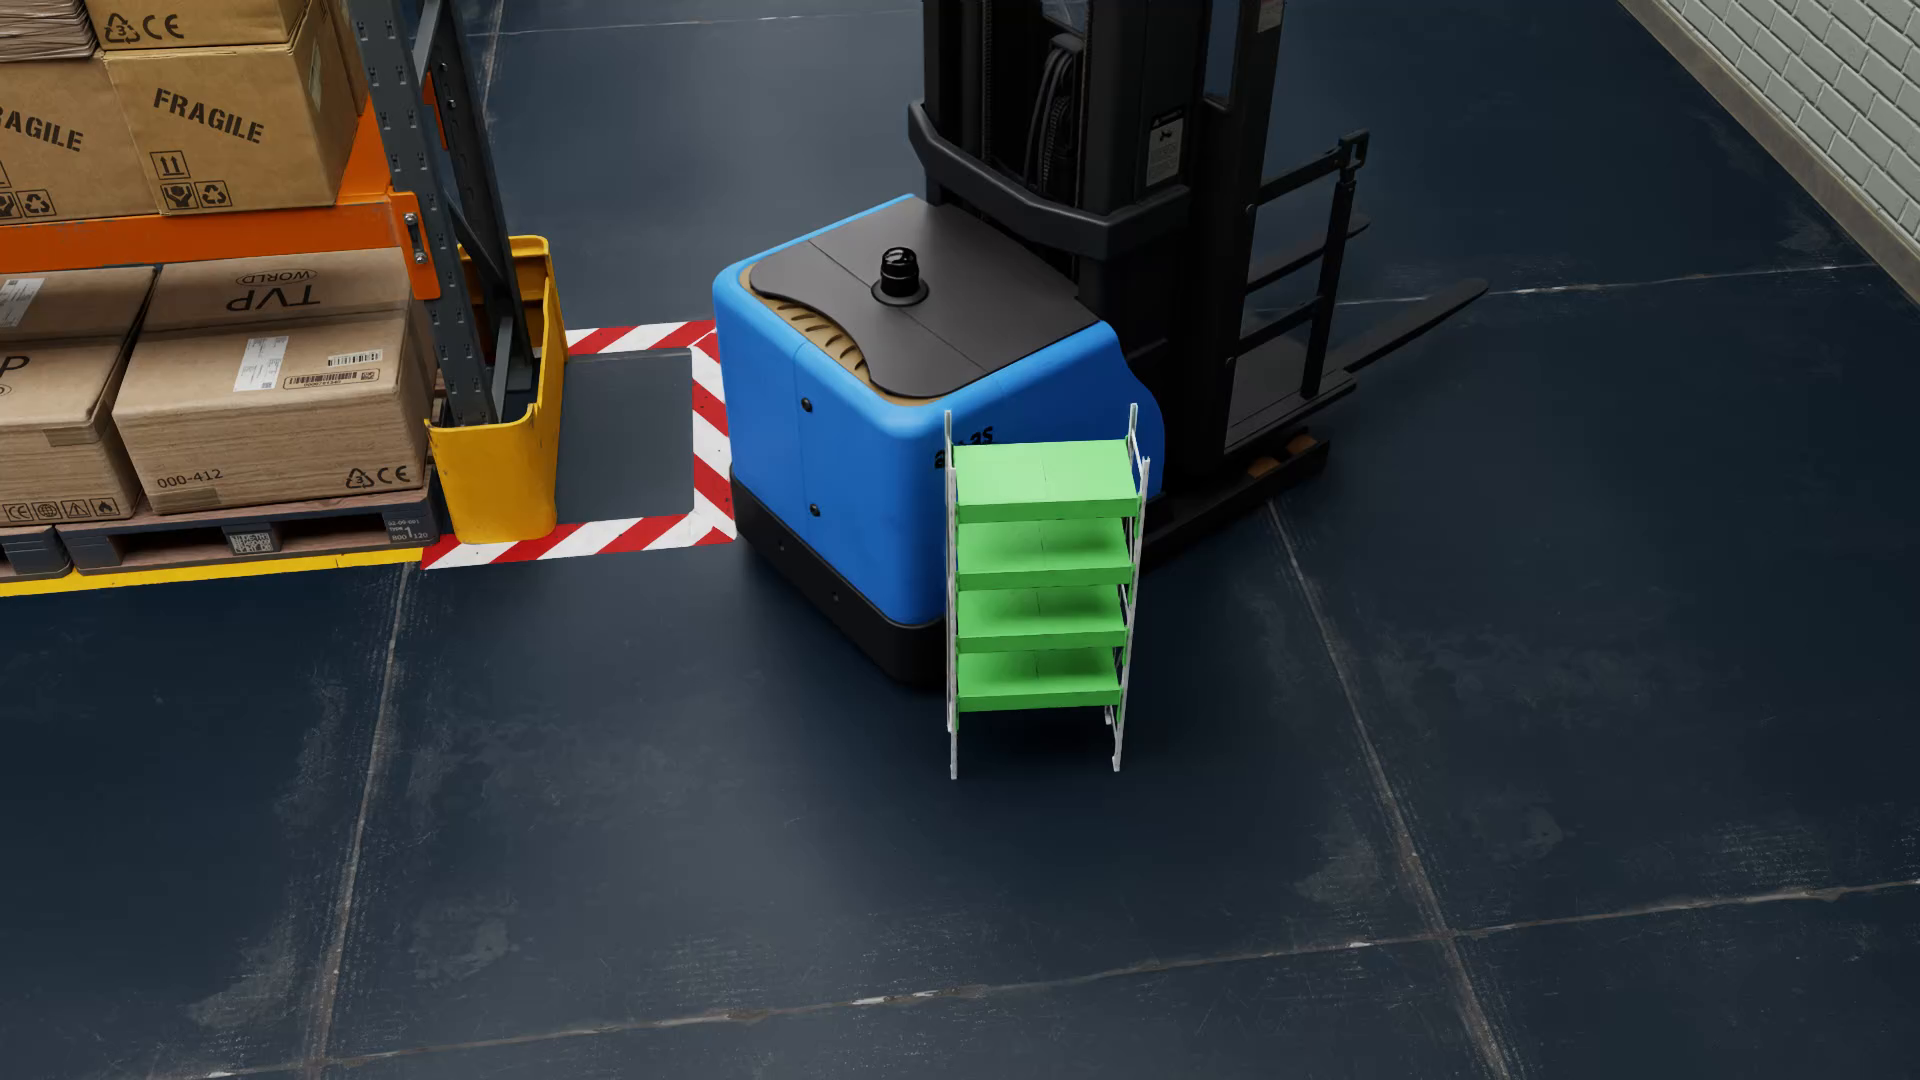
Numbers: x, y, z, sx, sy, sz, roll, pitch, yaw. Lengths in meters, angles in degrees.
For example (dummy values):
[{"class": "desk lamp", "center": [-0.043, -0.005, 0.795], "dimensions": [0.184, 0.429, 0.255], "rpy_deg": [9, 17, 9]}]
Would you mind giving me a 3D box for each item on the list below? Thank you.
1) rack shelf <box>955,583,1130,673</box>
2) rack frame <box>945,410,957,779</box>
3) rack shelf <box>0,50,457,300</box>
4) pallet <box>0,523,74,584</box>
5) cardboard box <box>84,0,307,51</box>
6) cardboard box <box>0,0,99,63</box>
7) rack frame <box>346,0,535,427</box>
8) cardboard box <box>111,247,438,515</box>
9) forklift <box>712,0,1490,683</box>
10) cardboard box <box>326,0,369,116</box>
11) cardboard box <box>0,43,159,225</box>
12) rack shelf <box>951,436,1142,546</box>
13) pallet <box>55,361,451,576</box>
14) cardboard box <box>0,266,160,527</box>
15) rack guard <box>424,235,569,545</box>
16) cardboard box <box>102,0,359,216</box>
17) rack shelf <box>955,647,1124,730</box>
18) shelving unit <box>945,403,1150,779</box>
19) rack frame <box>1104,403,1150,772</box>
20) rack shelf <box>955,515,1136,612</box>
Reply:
[{"class": "rack shelf", "center": [0.219, 0.225, 4.700], "dimensions": [0.480, 0.148, 0.258], "rpy_deg": [-2, 42, -3]}, {"class": "rack frame", "center": [-0.024, 0.188, 4.646], "dimensions": [0.015, 1.200, 0.240], "rpy_deg": [-2, 42, -3]}, {"class": "rack shelf", "center": [-3.656, -1.052, 5.214], "dimensions": [4.000, 0.370, 1.077], "rpy_deg": [-5, 42, -6]}, {"class": "pallet", "center": [-3.662, -0.232, 5.850], "dimensions": [1.213, 0.211, 1.003], "rpy_deg": [-5, 42, -6]}, {"class": "cardboard box", "center": [-2.120, -1.701, 4.575], "dimensions": [0.500, 0.500, 0.500], "rpy_deg": [-4, 42, -4]}, {"class": "cardboard box", "center": [-2.634, -1.636, 4.504], "dimensions": [0.500, 0.500, 0.500], "rpy_deg": [-5, 42, -5]}, {"class": "rack frame", "center": [-1.672, -1.493, 5.166], "dimensions": [0.127, 3.000, 1.000], "rpy_deg": [-5, 42, -6]}, {"class": "cardboard box", "center": [-2.314, -0.574, 5.746], "dimensions": [0.875, 0.438, 0.875], "rpy_deg": [-6, 42, -7]}, {"class": "forklift", "center": [0.695, -1.470, 5.192], "dimensions": [3.031, 2.935, 1.130], "rpy_deg": [-28, 49, -28]}, {"class": "cardboard box", "center": [-2.186, -1.679, 5.297], "dimensions": [0.500, 0.500, 0.500], "rpy_deg": [-5, 42, -6]}, {"class": "cardboard box", "center": [-2.616, -1.279, 4.854], "dimensions": [0.500, 0.500, 0.500], "rpy_deg": [-6, 42, -6]}, {"class": "rack shelf", "center": [0.219, -0.131, 4.378], "dimensions": [0.480, 0.148, 0.258], "rpy_deg": [-2, 42, -3]}, {"class": "pallet", "center": [-2.455, -0.336, 5.965], "dimensions": [1.213, 0.211, 1.003], "rpy_deg": [-5, 42, -6]}, {"class": "cardboard box", "center": [-3.220, -0.489, 5.652], "dimensions": [0.875, 0.438, 0.875], "rpy_deg": [-4, 42, -4]}, {"class": "rack guard", "center": [-1.649, -0.567, 6.005], "dimensions": [0.348, 0.500, 1.175], "rpy_deg": [-5, 42, -6]}, {"class": "cardboard box", "center": [-2.116, -1.312, 4.891], "dimensions": [0.500, 0.500, 0.500], "rpy_deg": [-5, 42, -5]}, {"class": "rack shelf", "center": [0.219, 0.403, 4.861], "dimensions": [0.480, 0.148, 0.258], "rpy_deg": [-2, 42, -3]}, {"class": "shelving unit", "center": [0.219, 0.178, 4.657], "dimensions": [0.503, 1.200, 0.258], "rpy_deg": [-2, 42, -3]}, {"class": "rack frame", "center": [0.463, 0.168, 4.668], "dimensions": [0.015, 1.200, 0.240], "rpy_deg": [-2, 42, -3]}, {"class": "rack shelf", "center": [0.219, 0.047, 4.539], "dimensions": [0.480, 0.148, 0.258], "rpy_deg": [-2, 42, -3]}]
